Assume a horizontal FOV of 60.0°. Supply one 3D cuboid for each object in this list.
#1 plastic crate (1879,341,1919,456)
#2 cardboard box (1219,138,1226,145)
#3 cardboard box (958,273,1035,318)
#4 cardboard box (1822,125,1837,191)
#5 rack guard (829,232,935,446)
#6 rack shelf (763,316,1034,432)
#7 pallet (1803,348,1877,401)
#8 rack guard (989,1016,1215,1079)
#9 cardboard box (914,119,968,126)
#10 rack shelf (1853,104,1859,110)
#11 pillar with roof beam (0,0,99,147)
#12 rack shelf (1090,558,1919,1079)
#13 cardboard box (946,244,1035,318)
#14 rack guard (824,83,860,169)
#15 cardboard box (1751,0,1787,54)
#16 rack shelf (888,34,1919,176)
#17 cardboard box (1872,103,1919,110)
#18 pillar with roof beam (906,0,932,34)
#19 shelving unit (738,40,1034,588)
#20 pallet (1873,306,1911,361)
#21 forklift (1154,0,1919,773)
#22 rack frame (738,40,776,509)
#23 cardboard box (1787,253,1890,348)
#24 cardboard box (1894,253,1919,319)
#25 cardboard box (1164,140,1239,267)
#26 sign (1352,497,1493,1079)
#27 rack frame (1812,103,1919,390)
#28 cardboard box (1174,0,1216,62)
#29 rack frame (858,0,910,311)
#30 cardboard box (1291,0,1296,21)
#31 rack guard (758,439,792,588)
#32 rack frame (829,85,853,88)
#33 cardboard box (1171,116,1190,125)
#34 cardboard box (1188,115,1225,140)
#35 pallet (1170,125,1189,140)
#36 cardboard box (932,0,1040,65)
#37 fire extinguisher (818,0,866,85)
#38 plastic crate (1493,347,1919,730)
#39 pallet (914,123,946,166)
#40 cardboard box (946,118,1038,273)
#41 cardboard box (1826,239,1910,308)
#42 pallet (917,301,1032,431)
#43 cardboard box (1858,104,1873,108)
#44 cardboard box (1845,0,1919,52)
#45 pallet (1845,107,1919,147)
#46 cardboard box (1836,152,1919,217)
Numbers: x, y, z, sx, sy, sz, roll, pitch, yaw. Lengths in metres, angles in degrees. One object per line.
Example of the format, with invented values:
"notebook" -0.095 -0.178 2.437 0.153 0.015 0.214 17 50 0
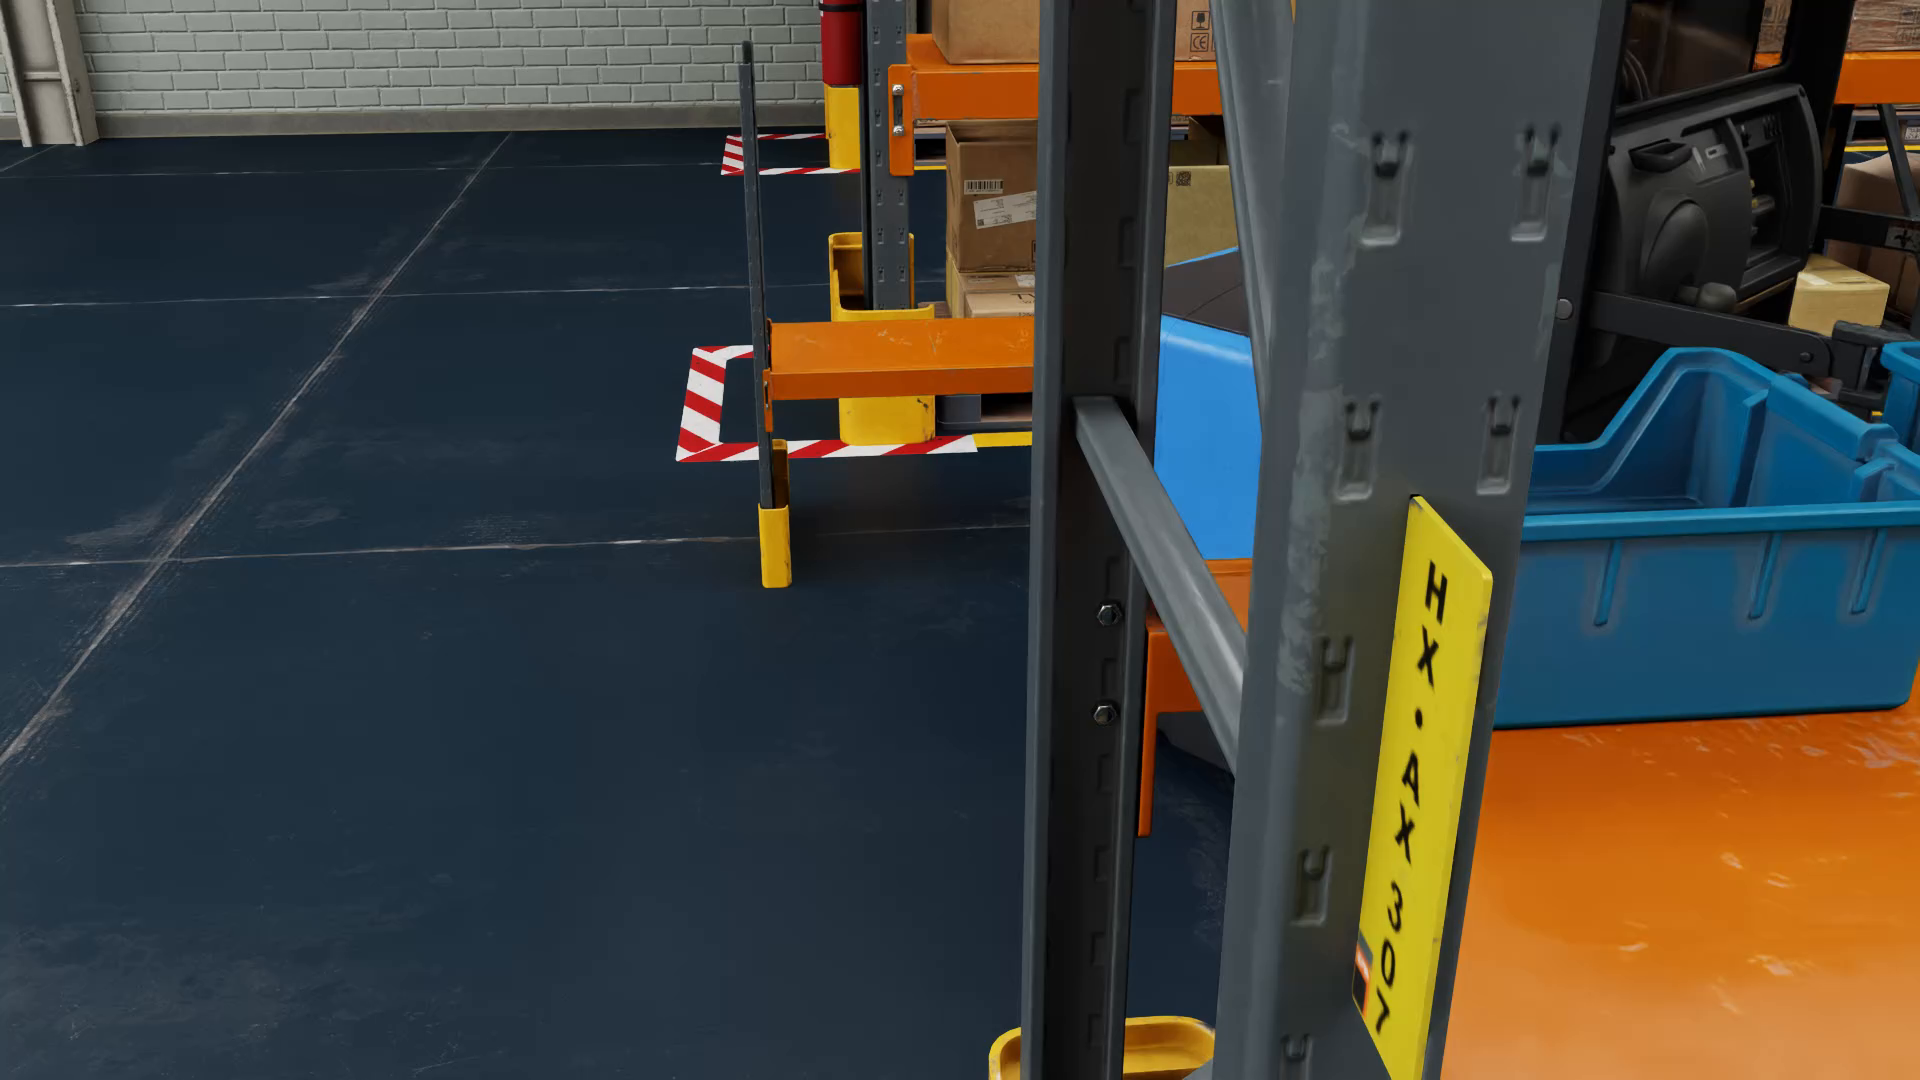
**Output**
"plastic crate" 1.309 -0.048 1.847 0.408 0.251 0.499 -2 24 -5
"cardboard box" 1.259 -1.209 6.222 0.500 0.500 0.500 -2 24 -5
"cardboard box" 0.265 -0.820 6.271 0.500 0.250 0.500 -2 24 -5
"cardboard box" 3.198 -1.499 6.875 0.500 0.500 0.500 -2 24 -5
"rack guard" -0.314 -0.810 6.457 0.348 0.500 1.175 -2 24 -5
"rack shelf" -0.085 -0.518 5.011 1.000 0.185 0.538 -2 24 -5
"pallet" 2.895 -0.824 6.844 1.213 0.211 1.003 -2 24 -5
"rack guard" 0.264 1.169 2.004 0.348 0.500 1.175 -2 24 -5
"cardboard box" -0.083 -2.919 10.893 0.500 0.311 0.500 -5 24 -11
"rack shelf" 5.681 -1.864 6.637 4.000 0.370 1.077 -2 24 -5
"pillar with roof beam" -5.717 -5.095 5.633 0.400 9.000 9.100 -2 24 -5
"rack shelf" 2.183 0.298 1.773 4.000 0.370 1.077 -2 24 -5
"cardboard box" 0.215 -1.030 6.742 0.500 0.250 0.500 -2 24 -5
"rack guard" -0.705 -2.816 10.971 0.348 0.500 1.175 -2 24 -5
"cardboard box" 2.725 -2.115 6.192 0.500 0.500 0.700 -3 24 -6
"rack shelf" 1.700 -1.704 6.277 4.000 0.370 1.077 -2 24 -5
"cardboard box" 6.469 -3.284 11.481 0.500 0.500 0.700 -2 24 -4
"pillar with roof beam" 0.254 -5.334 6.172 0.400 9.000 9.100 -2 24 -5
"shelving unit" -0.076 -0.682 4.939 1.083 1.500 0.587 -2 24 -5
"pallet" 4.420 -0.884 6.979 1.213 0.211 1.003 -2 24 -5
"forklift" 1.625 -0.650 3.103 1.130 2.935 3.031 -22 32 -40
"rack frame" -0.591 -0.662 4.892 0.032 1.500 0.500 -2 24 -5
"cardboard box" 3.251 -0.942 6.544 0.500 0.250 0.500 -2 24 -5
"cardboard box" 4.116 -0.964 6.595 0.500 0.250 0.500 -3 24 -6
"cardboard box" 0.763 -1.184 6.165 0.500 0.500 0.500 -2 24 -5
"sign" 0.243 0.145 0.890 0.005 0.325 0.100 -2 24 -5
"rack frame" 3.691 -2.113 6.311 0.127 3.000 1.000 -2 24 -5
"cardboard box" 0.698 -2.035 6.013 0.500 0.500 0.700 -2 24 -4
"rack frame" -0.290 -1.953 5.952 0.127 3.000 1.000 -2 24 -5
"cardboard box" 1.193 -2.053 6.052 0.500 0.500 0.700 -2 24 -5
"rack guard" -0.571 -0.091 5.148 0.087 0.250 0.587 -2 24 -5
"rack frame" -0.781 -3.955 10.456 0.127 3.000 1.000 -2 24 -5
"cardboard box" 1.219 -3.037 10.926 0.500 0.500 0.700 -4 24 -8
"cardboard box" 1.208 -1.419 6.694 0.500 0.500 0.500 -2 24 -5
"pallet" 1.318 -2.750 11.177 1.213 0.211 1.003 -2 24 -5
"cardboard box" 0.176 -2.012 5.962 0.500 0.500 0.700 -2 24 -5
"fire extinguisher" -0.453 -2.101 6.379 0.183 0.674 0.296 -2 24 -5
"plastic crate" 0.662 -0.024 1.794 0.616 0.251 0.499 -2 24 -5
"pallet" 0.107 -2.702 11.070 1.213 0.211 1.003 -2 24 -5
"cardboard box" 0.214 -1.373 6.591 0.500 0.500 0.500 -2 24 -5
"cardboard box" 4.075 -1.182 7.085 0.500 0.250 0.500 -3 24 -6
"pallet" 0.467 -0.727 6.625 1.213 0.211 1.003 -2 24 -5
"cardboard box" 5.945 -3.310 11.540 0.500 0.500 0.700 -2 24 -5
"cardboard box" 3.250 -2.138 6.245 0.500 0.500 0.700 -3 24 -7
"pallet" 6.403 -2.970 11.672 1.213 0.211 1.003 -2 24 -5
"cardboard box" 4.065 -1.437 6.967 0.500 0.311 0.500 -2 24 -5
